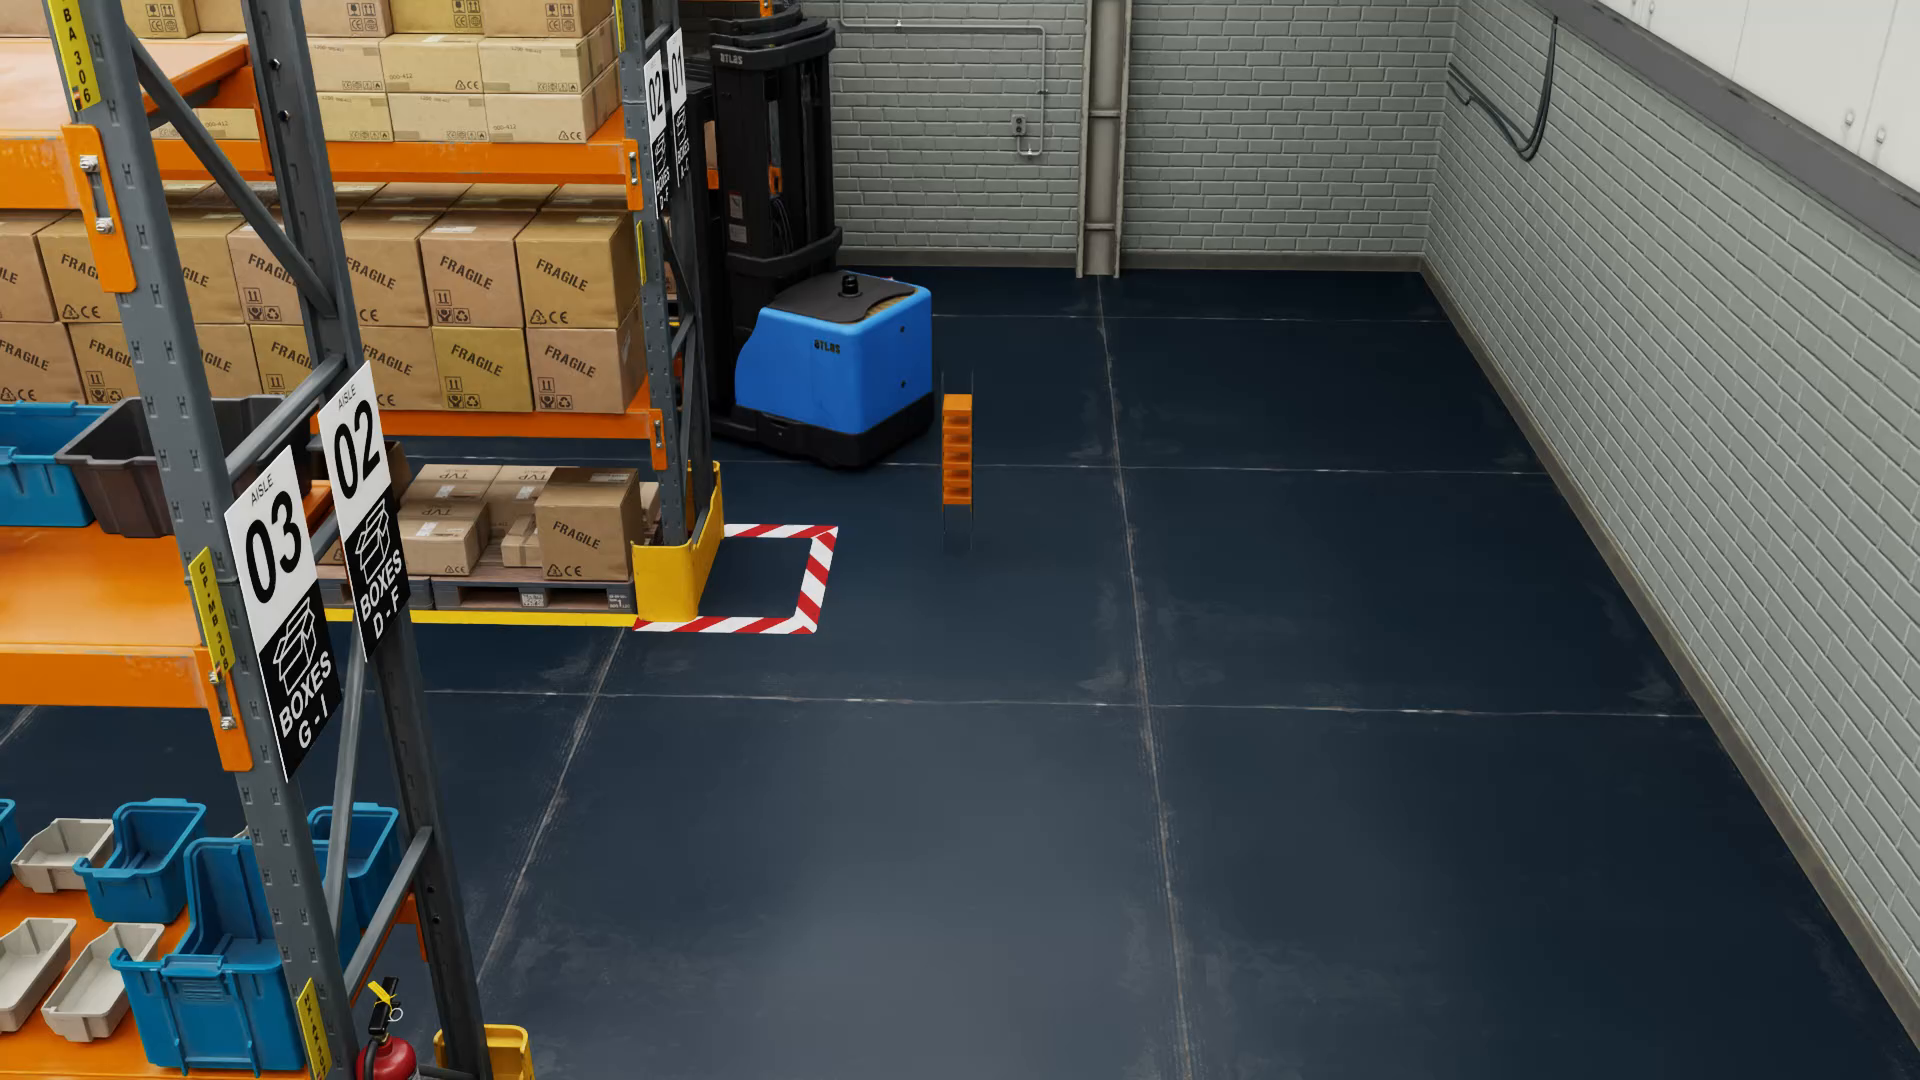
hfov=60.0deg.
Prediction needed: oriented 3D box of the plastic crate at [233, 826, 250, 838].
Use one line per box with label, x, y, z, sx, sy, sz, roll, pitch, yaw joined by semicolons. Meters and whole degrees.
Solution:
plastic crate;-2.365;1.091;5.632;0.298;0.136;0.250;1;28;2

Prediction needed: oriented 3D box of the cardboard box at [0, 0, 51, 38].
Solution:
cardboard box;-4.649;-2.928;8.618;0.500;0.500;0.700;1;28;2

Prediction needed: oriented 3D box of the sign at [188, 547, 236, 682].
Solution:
sign;-1.815;0.182;4.038;0.005;0.325;0.100;1;28;2

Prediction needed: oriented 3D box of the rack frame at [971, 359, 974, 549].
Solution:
rack frame;0.077;-0.529;10.392;0.006;1.200;0.240;1;28;2

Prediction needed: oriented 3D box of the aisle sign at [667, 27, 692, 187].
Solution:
aisle sign;-1.555;-2.400;9.224;0.004;0.787;0.394;1;28;2

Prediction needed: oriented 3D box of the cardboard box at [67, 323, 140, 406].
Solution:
cardboard box;-4.619;-1.082;9.408;0.500;0.500;0.500;1;28;3

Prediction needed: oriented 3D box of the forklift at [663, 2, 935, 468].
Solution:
forklift;-1.708;-2.302;11.888;3.031;2.935;1.130;16;32;28

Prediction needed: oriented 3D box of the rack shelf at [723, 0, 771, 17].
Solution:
rack shelf;-3.461;-4.474;13.479;4.000;0.370;1.077;1;28;2

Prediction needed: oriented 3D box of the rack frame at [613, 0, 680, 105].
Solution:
rack frame;-1.633;-3.766;8.171;0.127;3.000;1.000;1;28;2

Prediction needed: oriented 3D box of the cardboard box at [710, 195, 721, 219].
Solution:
cardboard box;-2.033;-2.858;14.392;0.250;0.149;0.380;1;28;2

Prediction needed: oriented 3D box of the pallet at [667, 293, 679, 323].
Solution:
pallet;-2.264;-2.178;14.559;1.213;0.211;1.003;1;28;2

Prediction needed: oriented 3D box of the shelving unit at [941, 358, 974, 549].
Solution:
shelving unit;-0.014;-0.530;10.395;0.189;1.200;0.258;1;28;2

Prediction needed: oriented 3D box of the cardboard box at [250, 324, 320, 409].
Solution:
cardboard box;-3.611;-1.065;9.376;0.500;0.500;0.500;1;28;1

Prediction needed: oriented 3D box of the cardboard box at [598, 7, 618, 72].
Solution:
cardboard box;-2.137;-2.725;9.037;0.500;0.250;0.500;1;28;2

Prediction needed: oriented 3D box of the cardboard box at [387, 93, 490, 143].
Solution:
cardboard box;-2.655;-2.273;8.717;0.500;0.250;0.500;1;28;2

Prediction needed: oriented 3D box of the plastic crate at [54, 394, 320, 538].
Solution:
plastic crate;-2.187;-0.201;4.789;0.590;0.269;0.497;1;28;2

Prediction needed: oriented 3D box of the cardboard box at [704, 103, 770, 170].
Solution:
cardboard box;-1.972;-3.570;13.887;0.700;0.700;0.980;2;28;4

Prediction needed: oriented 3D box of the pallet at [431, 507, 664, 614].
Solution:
pallet;-2.506;0.103;10.256;1.213;0.211;1.003;1;28;2

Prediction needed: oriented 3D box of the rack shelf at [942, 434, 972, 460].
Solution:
rack shelf;-0.014;-0.597;10.359;0.180;0.103;0.258;1;28;2

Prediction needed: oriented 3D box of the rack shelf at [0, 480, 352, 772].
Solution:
rack shelf;-3.811;0.163;4.731;4.000;0.370;1.077;1;28;2

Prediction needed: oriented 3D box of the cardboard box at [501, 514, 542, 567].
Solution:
cardboard box;-2.587;0.000;10.028;0.250;0.166;0.380;1;28;2

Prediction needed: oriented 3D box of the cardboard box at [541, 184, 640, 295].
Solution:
cardboard box;-2.067;-1.732;9.565;0.500;0.500;0.500;2;28;3

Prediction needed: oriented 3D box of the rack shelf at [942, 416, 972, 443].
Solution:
rack shelf;-0.014;-0.703;10.303;0.180;0.103;0.258;1;28;2

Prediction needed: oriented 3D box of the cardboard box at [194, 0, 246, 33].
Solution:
cardboard box;-3.644;-2.985;8.727;0.500;0.500;0.700;1;28;2

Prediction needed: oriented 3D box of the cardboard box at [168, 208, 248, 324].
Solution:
cardboard box;-4.140;-1.511;9.148;0.500;0.500;0.500;0;28;0

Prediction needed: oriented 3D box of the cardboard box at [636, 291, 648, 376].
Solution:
cardboard box;-2.067;-1.290;9.799;0.500;0.500;0.500;2;28;3

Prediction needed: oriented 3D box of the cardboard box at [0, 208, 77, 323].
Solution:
cardboard box;-5.170;-1.528;9.180;0.500;0.500;0.500;2;28;3

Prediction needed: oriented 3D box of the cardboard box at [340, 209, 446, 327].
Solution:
cardboard box;-3.111;-1.494;9.117;0.500;0.500;0.500;2;28;3

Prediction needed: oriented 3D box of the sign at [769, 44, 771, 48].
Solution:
sign;-1.495;-3.796;13.145;0.005;0.325;0.100;1;28;2

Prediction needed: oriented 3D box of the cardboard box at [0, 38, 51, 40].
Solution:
cardboard box;-4.654;-2.529;8.668;0.500;0.250;0.500;1;28;2

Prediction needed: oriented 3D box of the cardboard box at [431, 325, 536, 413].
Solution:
cardboard box;-2.609;-1.046;9.339;0.500;0.500;0.500;1;28;2

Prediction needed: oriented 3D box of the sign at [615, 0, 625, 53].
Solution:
sign;-1.673;-2.572;8.177;0.005;0.325;0.100;1;28;2

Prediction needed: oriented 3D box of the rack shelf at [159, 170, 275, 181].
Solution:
rack shelf;-7.458;-3.215;14.306;4.000;0.370;1.077;1;28;2

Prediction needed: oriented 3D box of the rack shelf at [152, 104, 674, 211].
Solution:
rack shelf;-3.632;-2.156;9.104;4.000;0.370;1.077;1;28;2

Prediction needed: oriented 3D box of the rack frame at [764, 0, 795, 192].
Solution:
rack frame;-1.462;-3.434;13.950;0.127;3.000;1.000;1;28;2

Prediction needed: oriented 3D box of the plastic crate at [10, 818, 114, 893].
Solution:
plastic crate;-3.042;1.080;5.653;0.298;0.136;0.250;1;28;2

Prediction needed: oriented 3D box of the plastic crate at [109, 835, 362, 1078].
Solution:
plastic crate;-2.153;1.243;5.026;0.499;0.435;0.616;1;28;2

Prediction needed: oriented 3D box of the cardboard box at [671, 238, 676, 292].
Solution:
cardboard box;-2.165;-2.480;14.371;0.500;0.500;0.700;1;28;2

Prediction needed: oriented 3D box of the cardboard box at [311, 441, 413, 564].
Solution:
cardboard box;-3.753;-0.244;10.128;0.637;0.503;0.797;1;28;2

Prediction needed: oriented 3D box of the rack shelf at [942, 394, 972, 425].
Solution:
rack shelf;-0.014;-0.809;10.247;0.180;0.103;0.258;1;28;2

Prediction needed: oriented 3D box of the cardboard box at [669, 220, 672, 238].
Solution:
cardboard box;-2.300;-2.683;14.062;0.250;0.149;0.380;1;28;1

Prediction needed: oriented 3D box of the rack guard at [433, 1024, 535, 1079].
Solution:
rack guard;-1.787;2.302;5.799;0.348;0.500;1.175;1;28;2

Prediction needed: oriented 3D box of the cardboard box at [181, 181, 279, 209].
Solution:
cardboard box;-4.101;-1.764;9.627;0.500;0.500;0.500;1;28;2

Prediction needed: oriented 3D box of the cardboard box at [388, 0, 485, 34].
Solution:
cardboard box;-2.644;-2.975;8.708;0.500;0.500;0.700;1;28;2

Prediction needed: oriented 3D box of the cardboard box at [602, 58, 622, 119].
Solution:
cardboard box;-2.138;-2.502;9.149;0.500;0.250;0.500;1;28;2

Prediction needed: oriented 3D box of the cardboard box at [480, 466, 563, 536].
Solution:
cardboard box;-2.666;-0.245;10.400;0.500;0.250;0.500;1;28;2

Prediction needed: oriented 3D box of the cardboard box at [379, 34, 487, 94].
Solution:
cardboard box;-2.655;-2.492;8.598;0.500;0.250;0.500;1;28;2

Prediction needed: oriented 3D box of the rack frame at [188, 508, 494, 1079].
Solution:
rack frame;-1.812;1.203;5.203;0.127;3.000;1.000;1;28;2

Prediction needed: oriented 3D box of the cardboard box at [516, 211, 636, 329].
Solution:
cardboard box;-2.088;-1.480;9.090;0.500;0.500;0.500;1;28;1

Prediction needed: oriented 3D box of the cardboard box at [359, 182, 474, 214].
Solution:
cardboard box;-3.090;-1.747;9.595;0.500;0.500;0.500;1;28;3

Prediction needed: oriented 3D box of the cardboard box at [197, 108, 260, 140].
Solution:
cardboard box;-3.655;-2.290;8.751;0.500;0.250;0.500;1;28;2

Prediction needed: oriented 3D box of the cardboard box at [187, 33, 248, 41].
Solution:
cardboard box;-3.655;-2.507;8.627;0.500;0.250;0.500;1;28;2

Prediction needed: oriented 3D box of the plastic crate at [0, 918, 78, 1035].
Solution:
plastic crate;-2.922;1.353;5.138;0.243;0.136;0.396;1;28;2

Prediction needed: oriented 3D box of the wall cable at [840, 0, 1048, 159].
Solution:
wall cable;-0.149;-4.304;14.508;1.851;1.984;0.084;1;28;2

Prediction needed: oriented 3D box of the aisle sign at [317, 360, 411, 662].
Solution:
aisle sign;-1.729;-0.083;4.854;0.004;0.787;0.394;1;28;2
